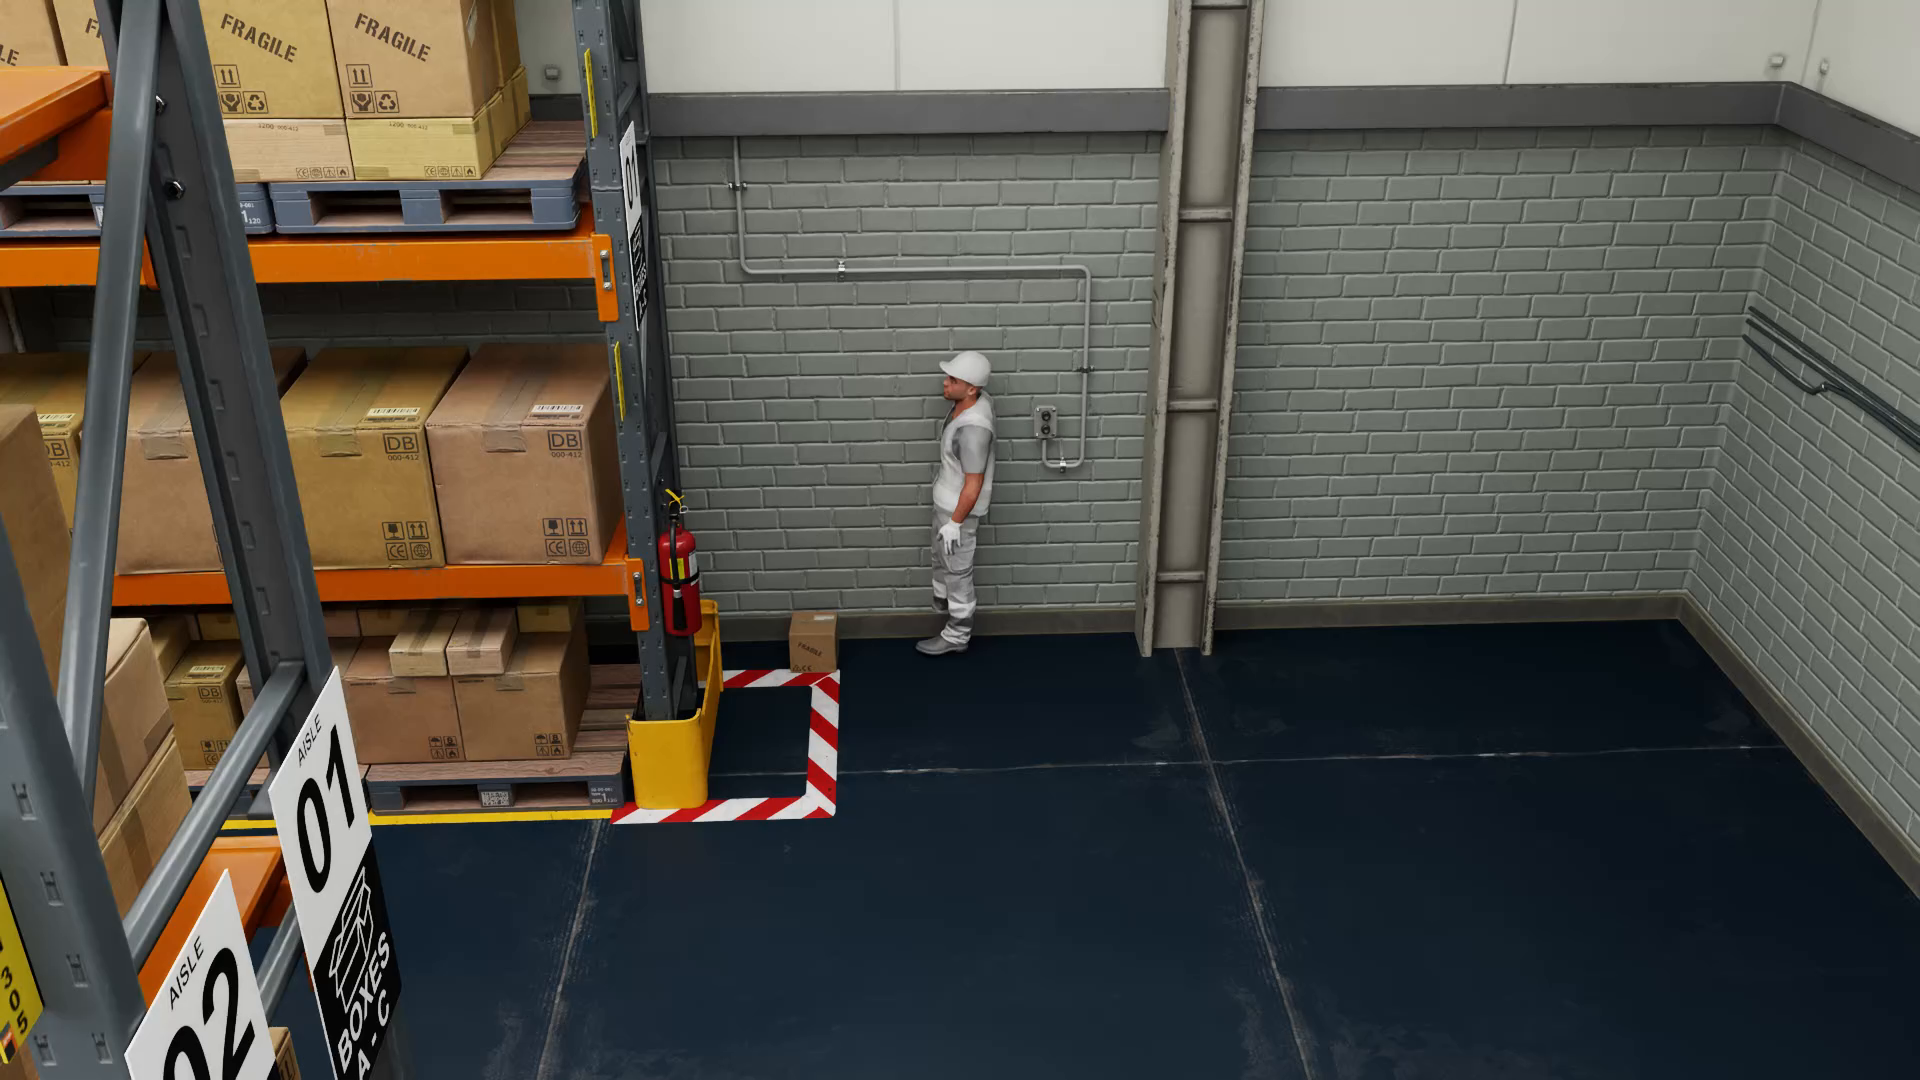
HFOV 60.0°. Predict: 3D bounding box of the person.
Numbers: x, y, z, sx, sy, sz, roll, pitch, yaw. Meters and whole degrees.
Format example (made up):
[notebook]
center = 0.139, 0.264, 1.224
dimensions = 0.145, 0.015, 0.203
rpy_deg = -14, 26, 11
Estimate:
[person]
center = -0.086, -0.192, 8.943
dimensions = 0.565, 1.787, 0.637
rpy_deg = -1, 27, -2
